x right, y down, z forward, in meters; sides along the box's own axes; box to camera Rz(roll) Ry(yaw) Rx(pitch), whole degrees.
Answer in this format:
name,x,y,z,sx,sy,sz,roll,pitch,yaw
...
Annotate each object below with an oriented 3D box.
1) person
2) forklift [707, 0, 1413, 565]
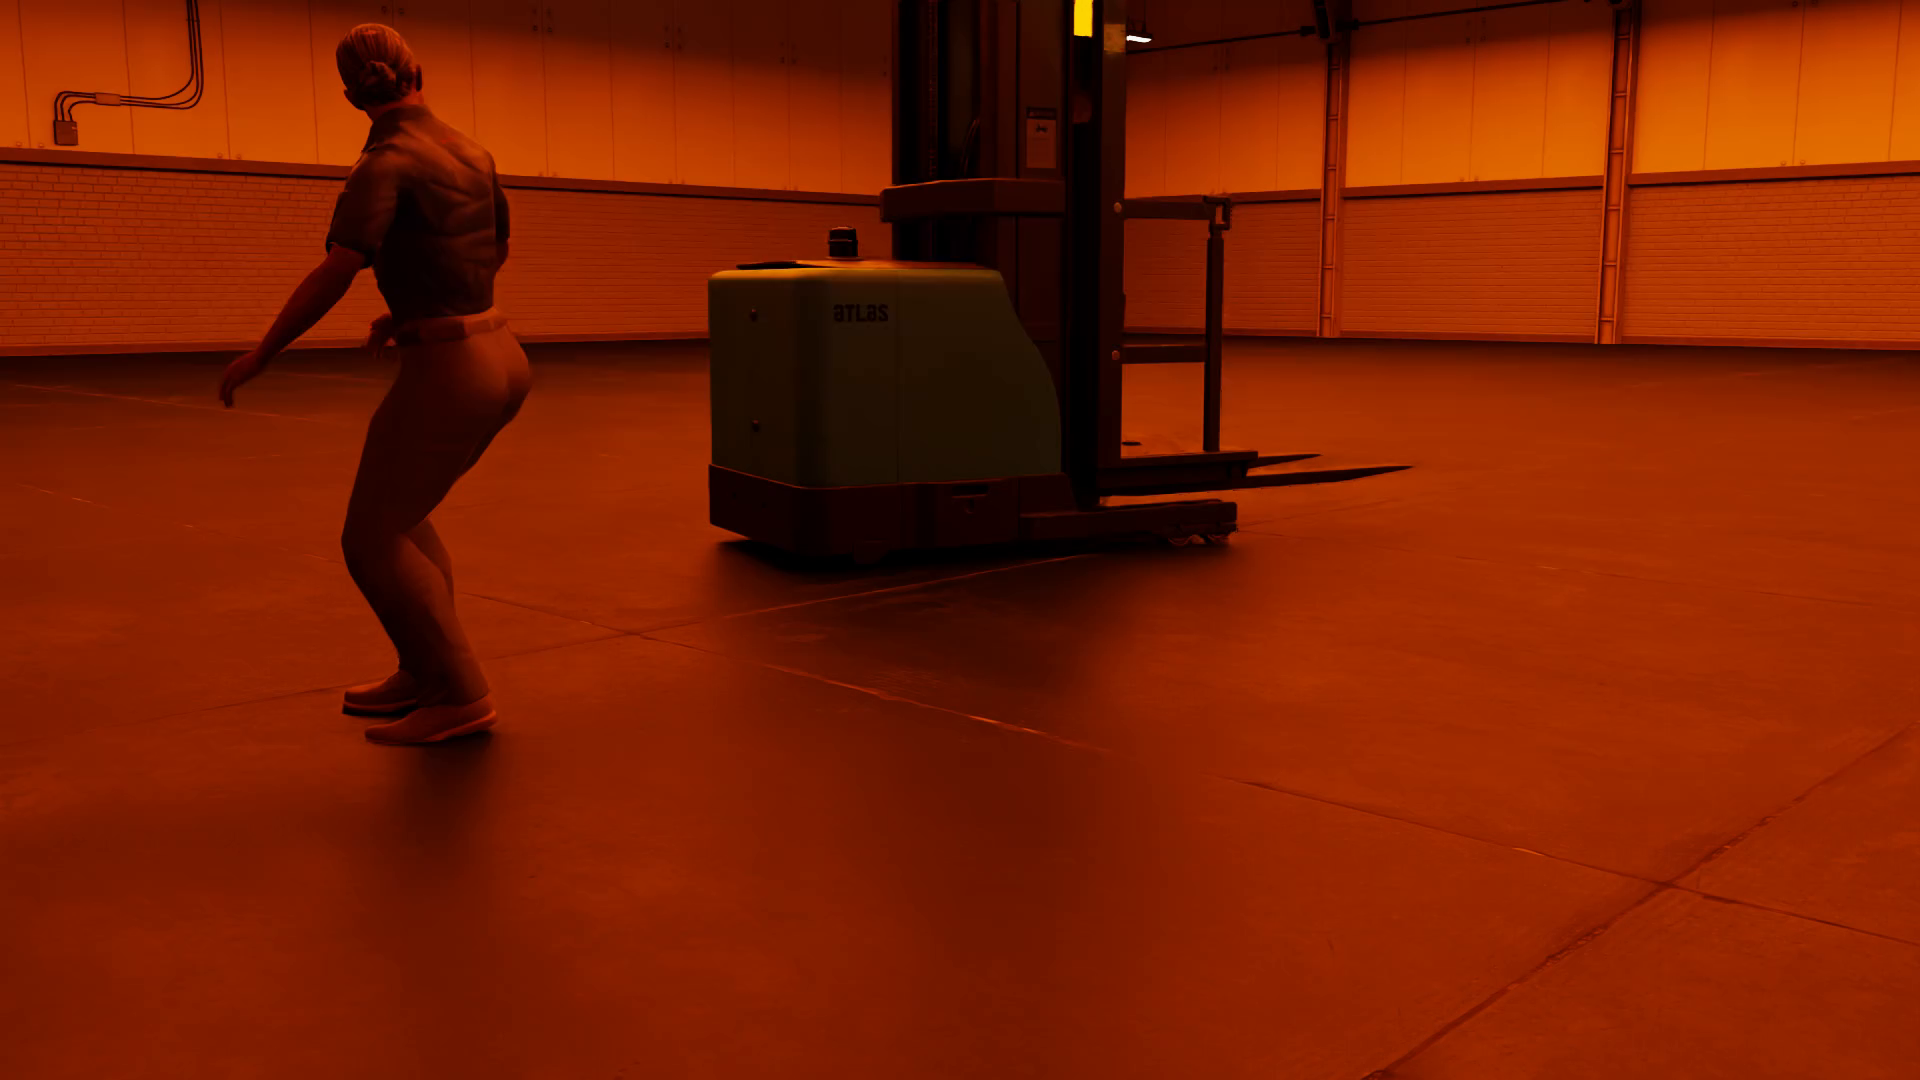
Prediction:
name,x,y,z,sx,sy,sz,roll,pitch,yaw
person,-1.296,-0.348,3.804,0.554,1.611,0.691,1,9,6
forklift,0.534,-1.493,6.791,3.031,2.935,1.130,-5,10,-28
